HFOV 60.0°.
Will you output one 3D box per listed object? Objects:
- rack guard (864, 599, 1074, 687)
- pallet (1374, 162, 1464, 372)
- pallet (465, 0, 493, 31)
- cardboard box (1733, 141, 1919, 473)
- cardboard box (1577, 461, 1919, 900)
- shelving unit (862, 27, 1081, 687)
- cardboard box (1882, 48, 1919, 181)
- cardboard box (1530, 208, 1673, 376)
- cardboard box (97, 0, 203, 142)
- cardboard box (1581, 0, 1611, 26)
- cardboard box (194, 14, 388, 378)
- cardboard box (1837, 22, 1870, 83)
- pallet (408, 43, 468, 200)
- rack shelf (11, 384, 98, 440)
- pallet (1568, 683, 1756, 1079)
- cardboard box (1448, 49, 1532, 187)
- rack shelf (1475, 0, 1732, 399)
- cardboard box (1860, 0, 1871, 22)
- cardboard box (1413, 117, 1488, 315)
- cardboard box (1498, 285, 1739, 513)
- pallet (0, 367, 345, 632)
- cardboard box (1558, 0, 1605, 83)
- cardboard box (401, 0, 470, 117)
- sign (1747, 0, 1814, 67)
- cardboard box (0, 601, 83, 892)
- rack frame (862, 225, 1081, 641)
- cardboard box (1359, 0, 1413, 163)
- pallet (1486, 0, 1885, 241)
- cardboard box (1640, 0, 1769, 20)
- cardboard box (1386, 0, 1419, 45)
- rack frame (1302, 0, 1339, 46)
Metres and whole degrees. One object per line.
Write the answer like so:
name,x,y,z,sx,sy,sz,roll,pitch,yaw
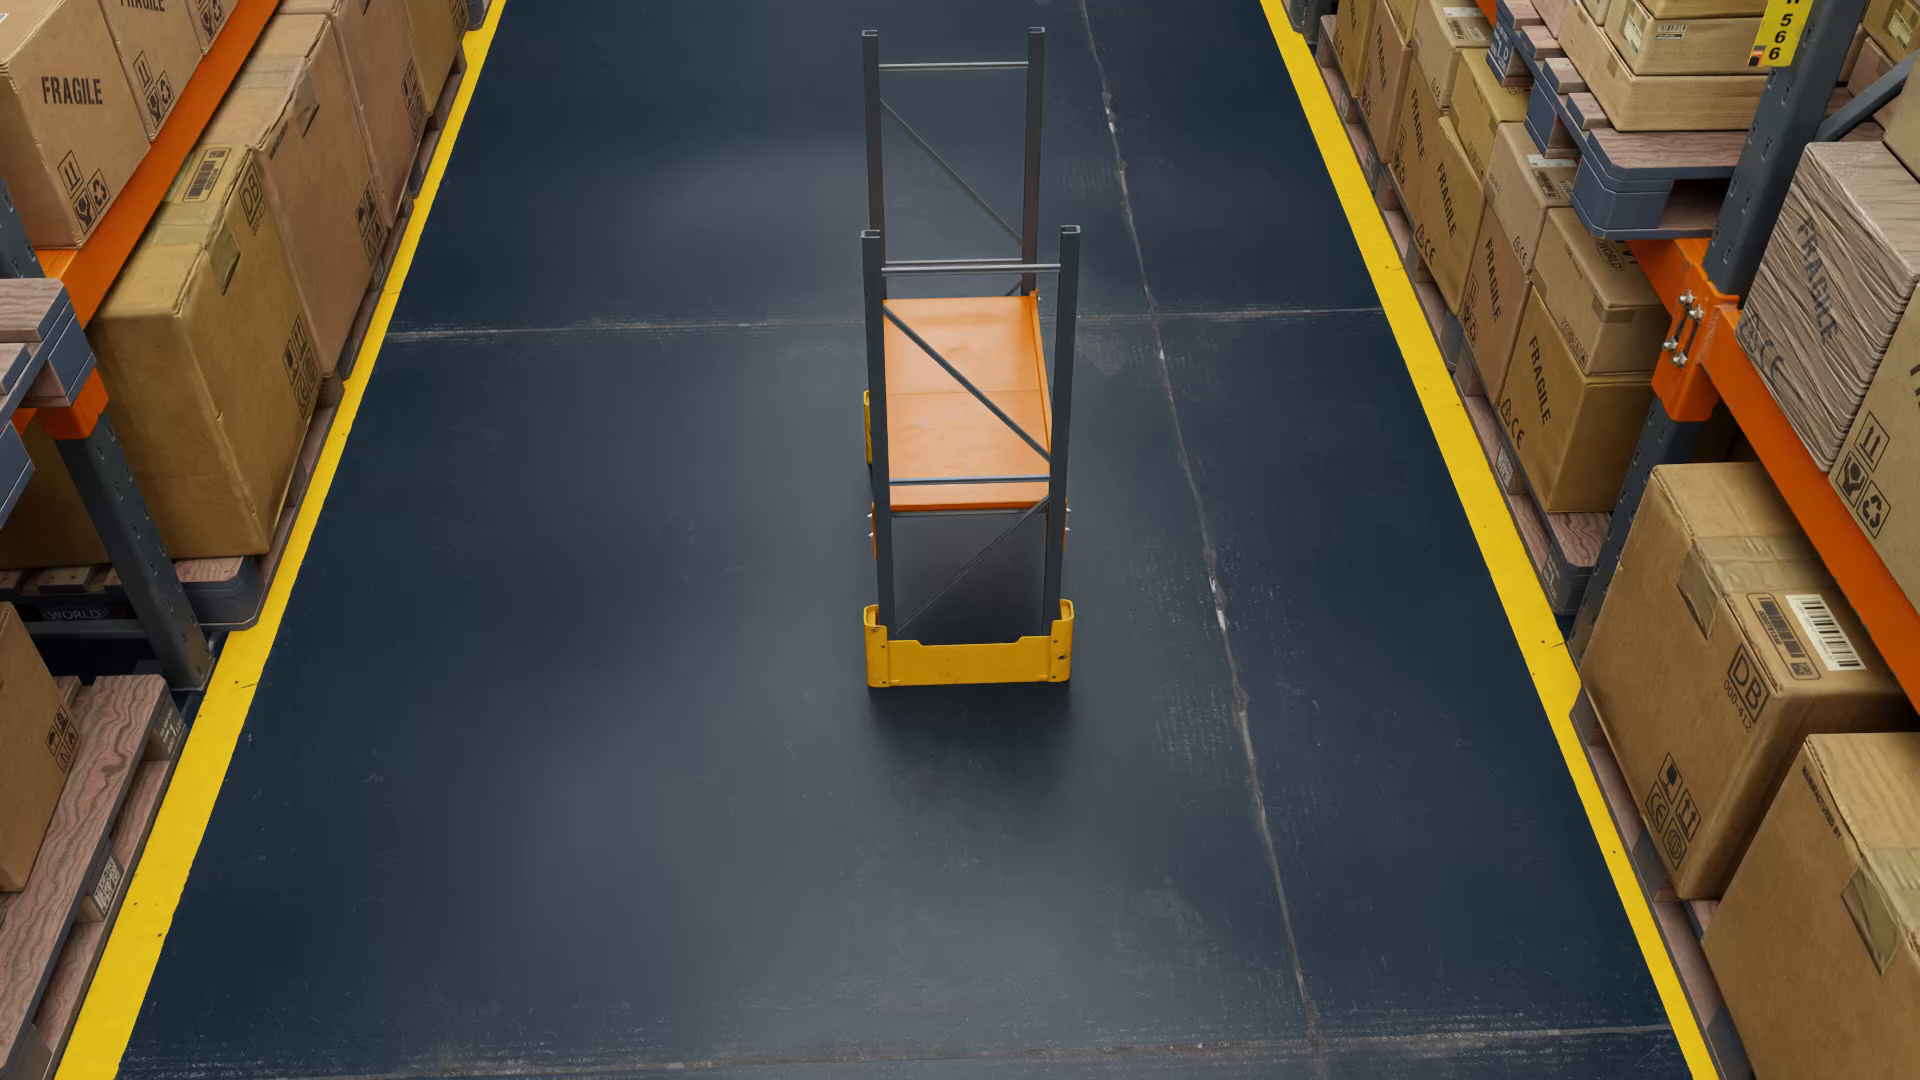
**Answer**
rack guard,0.024,0.296,4.743,0.587,0.250,0.087,-2,43,-2
pallet,2.209,-1.089,6.281,1.003,0.211,1.213,-2,43,-2
pallet,-2.794,-2.881,8.237,1.003,0.211,1.213,-2,43,-2
cardboard box,2.039,-0.493,3.494,0.500,0.500,0.500,-1,43,-1
cardboard box,2.226,0.321,4.034,1.050,0.750,0.750,-2,43,-2
shelving unit,0.003,-0.501,4.687,0.587,1.500,1.083,-2,43,-2
cardboard box,2.299,-0.869,3.165,0.700,0.500,0.500,-2,43,-2
cardboard box,1.999,-0.731,4.812,0.500,0.250,0.500,-3,43,-3
cardboard box,-2.443,-1.414,4.499,0.500,0.500,0.500,-3,43,-3
cardboard box,1.801,-1.440,4.256,0.380,0.149,0.250,0,43,0
cardboard box,-2.709,-1.133,5.528,1.225,0.875,0.875,-2,43,-2
cardboard box,2.461,-1.319,4.344,0.380,0.149,0.250,0,43,0
pallet,-2.732,-1.847,7.109,1.003,0.211,1.213,-2,43,-2
rack shelf,-2.585,0.922,2.556,1.077,0.370,4.000,-2,43,-2
pallet,2.248,0.795,4.226,1.003,0.211,1.213,-2,43,-2
cardboard box,1.960,-1.415,5.559,0.500,0.250,0.500,-1,43,-1
rack shelf,2.205,-1.852,5.583,1.077,0.370,4.000,-2,43,-2
cardboard box,2.456,-1.454,4.272,0.380,0.149,0.250,0,43,0
cardboard box,1.943,-1.145,5.818,0.500,0.500,0.500,-3,43,-4
cardboard box,2.000,-0.437,5.046,0.500,0.500,0.500,-2,43,-2
pallet,-2.628,-0.200,5.312,1.003,0.211,1.213,-2,43,-2
cardboard box,1.801,-1.317,4.342,0.380,0.149,0.250,-2,43,-2
cardboard box,-2.793,-2.334,6.838,1.225,0.875,0.875,-2,43,-2
sign,1.748,-1.143,3.479,0.100,0.325,0.005,-2,43,-2
cardboard box,-2.622,0.518,3.990,0.700,0.500,0.500,-4,43,-4
rack frame,0.025,-0.152,4.306,0.500,1.500,0.032,-2,43,-2
cardboard box,1.910,-1.837,6.574,0.500,0.500,0.500,0,43,0
pallet,2.153,-1.175,4.454,1.213,0.211,1.003,-2,43,-2
cardboard box,1.811,-1.367,3.956,0.380,0.149,0.250,-3,43,-3
cardboard box,1.912,-2.112,6.318,0.500,0.250,0.500,-1,43,-1
rack frame,2.120,-3.468,6.813,1.000,3.000,0.127,-2,43,-2
